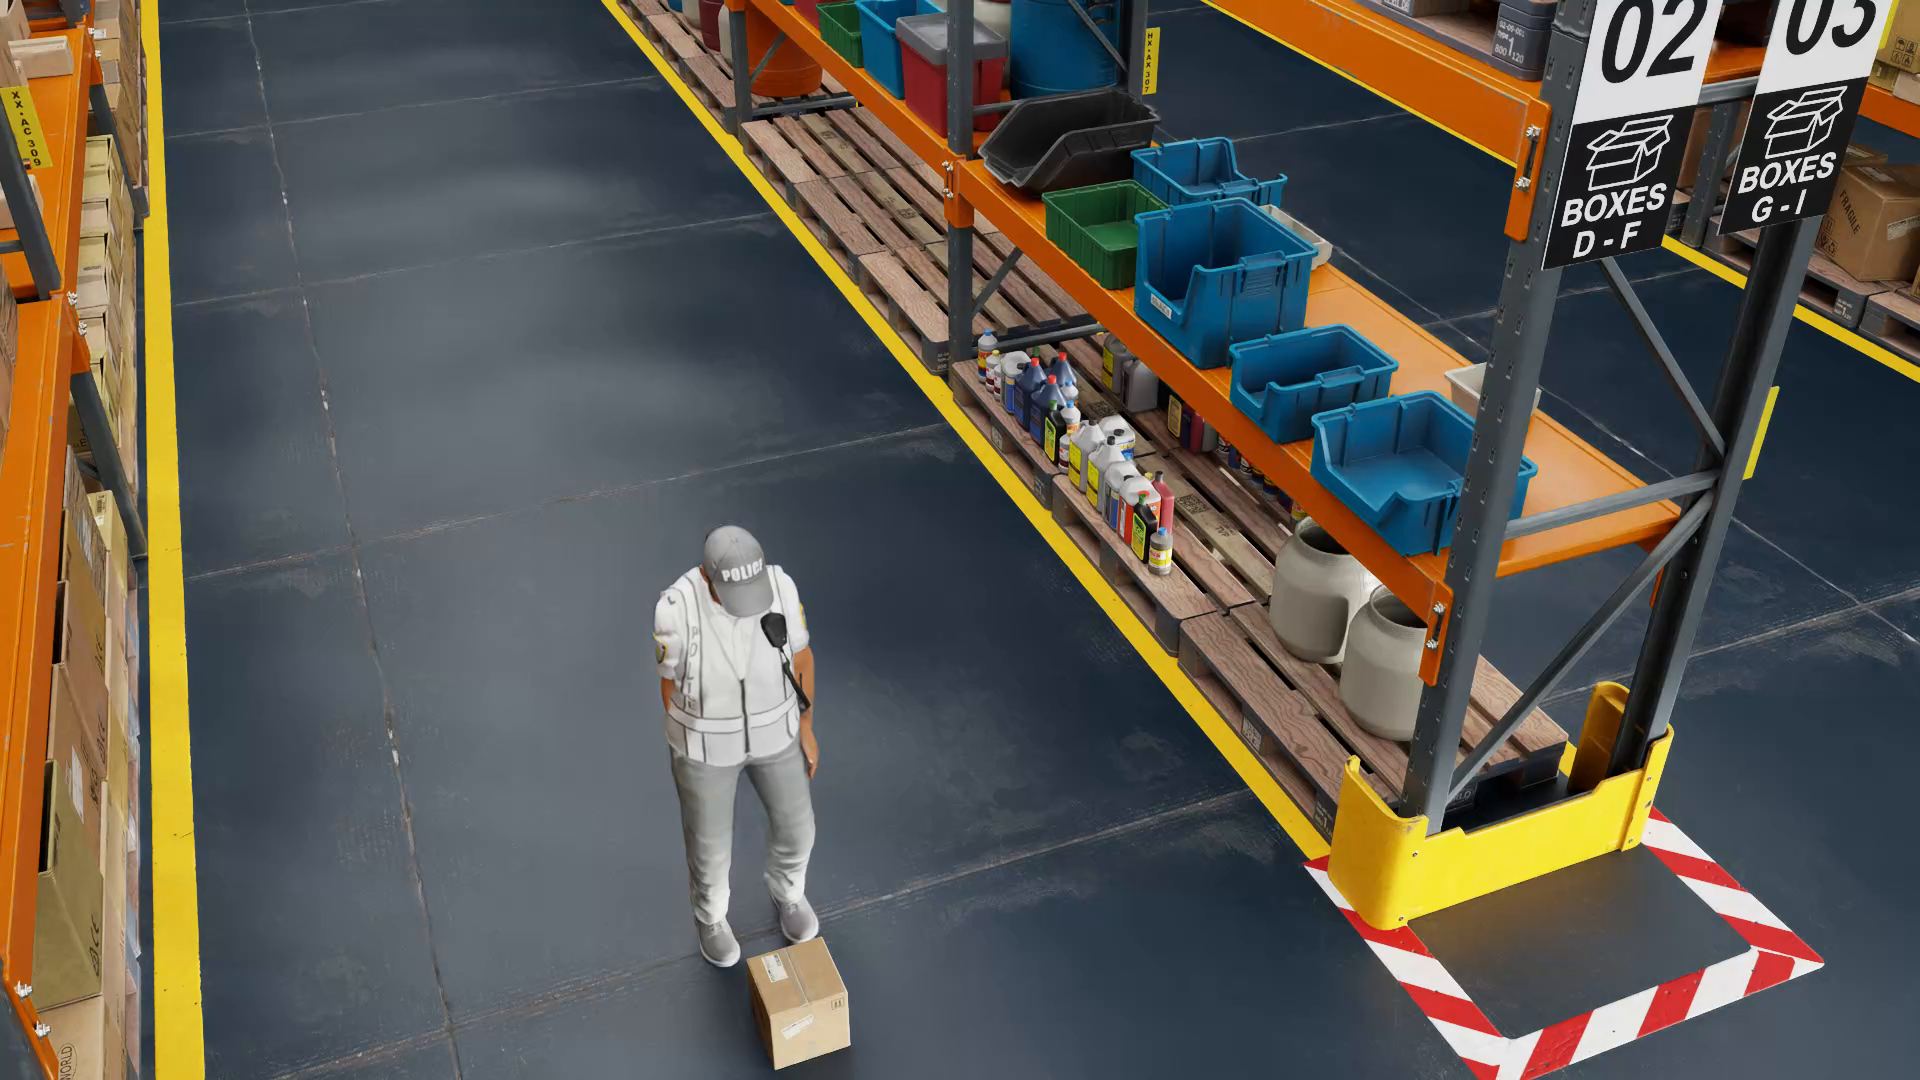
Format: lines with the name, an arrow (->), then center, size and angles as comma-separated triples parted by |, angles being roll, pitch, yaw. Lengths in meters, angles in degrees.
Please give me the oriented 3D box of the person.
person -> -0.675, 0.629, 5.225 | 0.483, 1.643, 0.429 | -12, 36, -18
